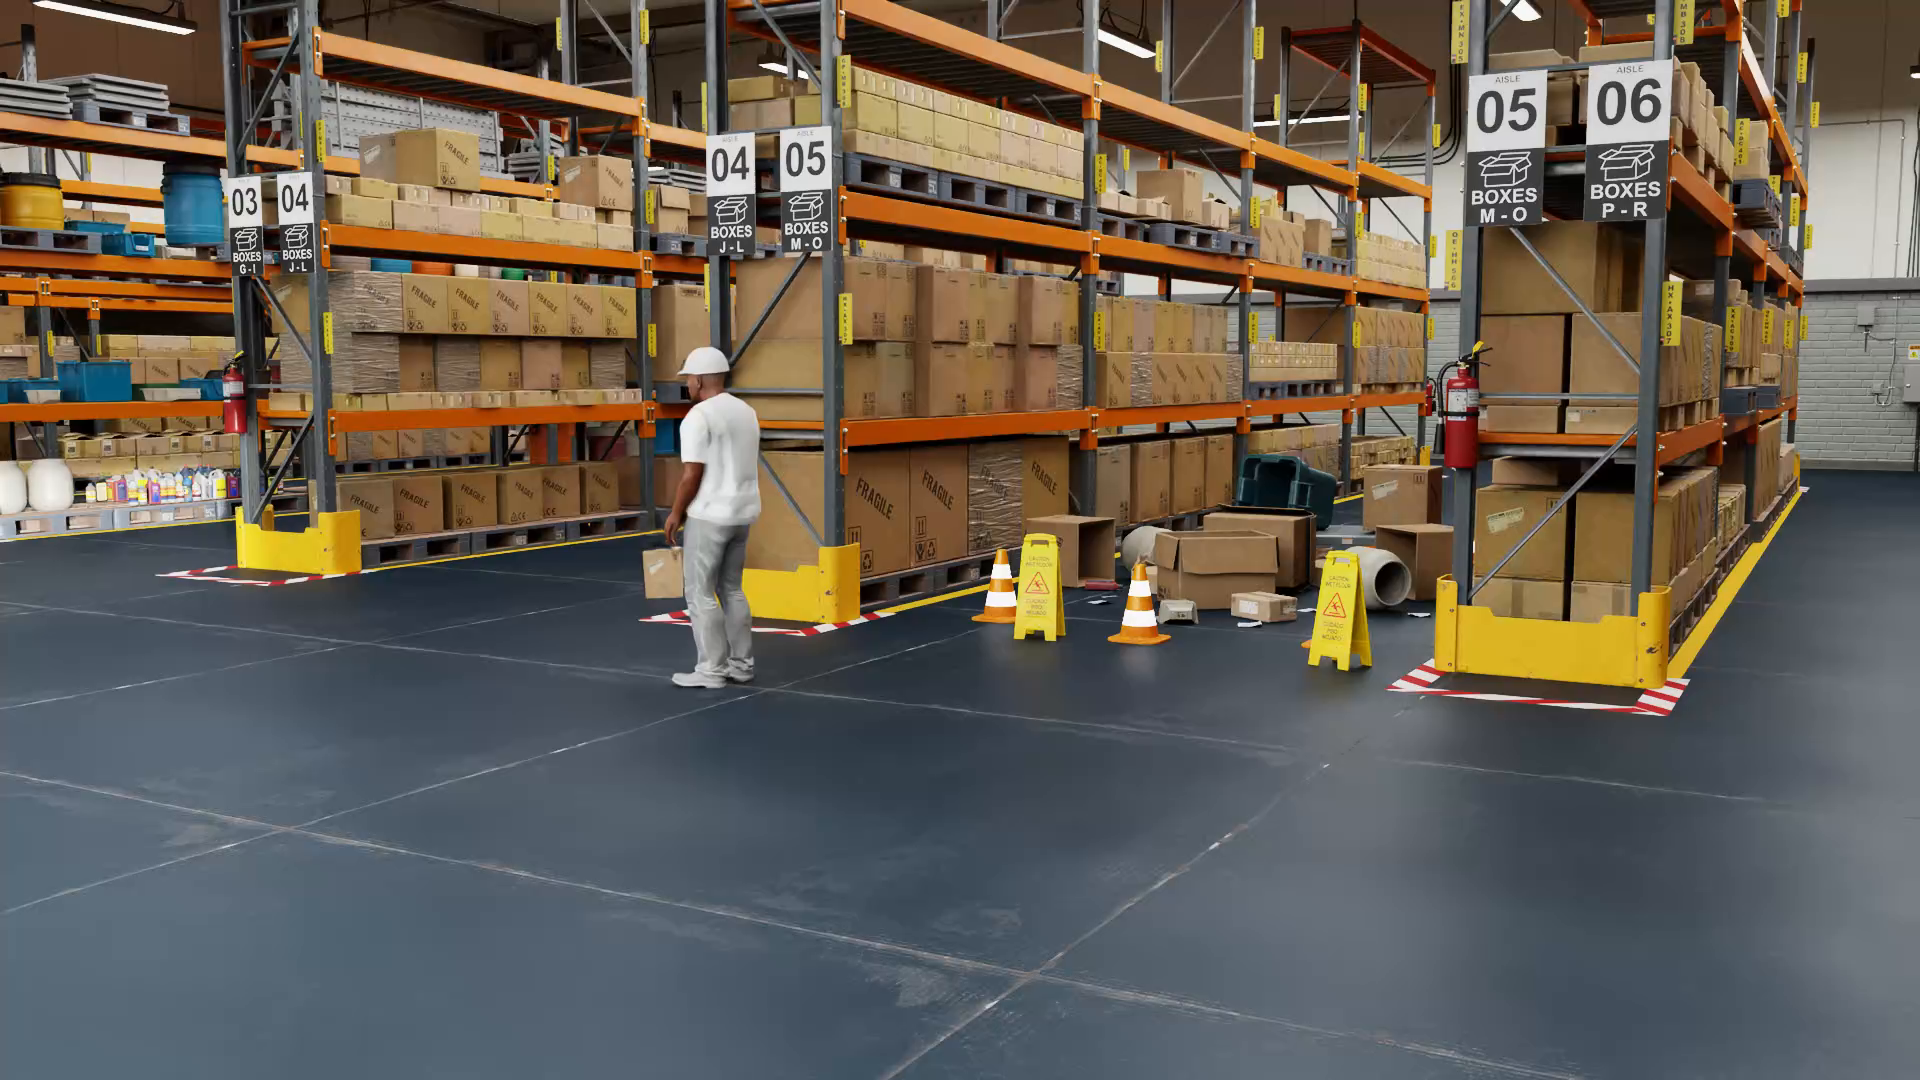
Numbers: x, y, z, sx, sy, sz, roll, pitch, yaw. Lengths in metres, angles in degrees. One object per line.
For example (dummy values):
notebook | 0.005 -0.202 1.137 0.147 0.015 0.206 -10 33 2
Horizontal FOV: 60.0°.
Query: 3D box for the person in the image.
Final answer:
person | -1.269 -0.118 8.669 0.419 1.766 0.586 3 7 27
